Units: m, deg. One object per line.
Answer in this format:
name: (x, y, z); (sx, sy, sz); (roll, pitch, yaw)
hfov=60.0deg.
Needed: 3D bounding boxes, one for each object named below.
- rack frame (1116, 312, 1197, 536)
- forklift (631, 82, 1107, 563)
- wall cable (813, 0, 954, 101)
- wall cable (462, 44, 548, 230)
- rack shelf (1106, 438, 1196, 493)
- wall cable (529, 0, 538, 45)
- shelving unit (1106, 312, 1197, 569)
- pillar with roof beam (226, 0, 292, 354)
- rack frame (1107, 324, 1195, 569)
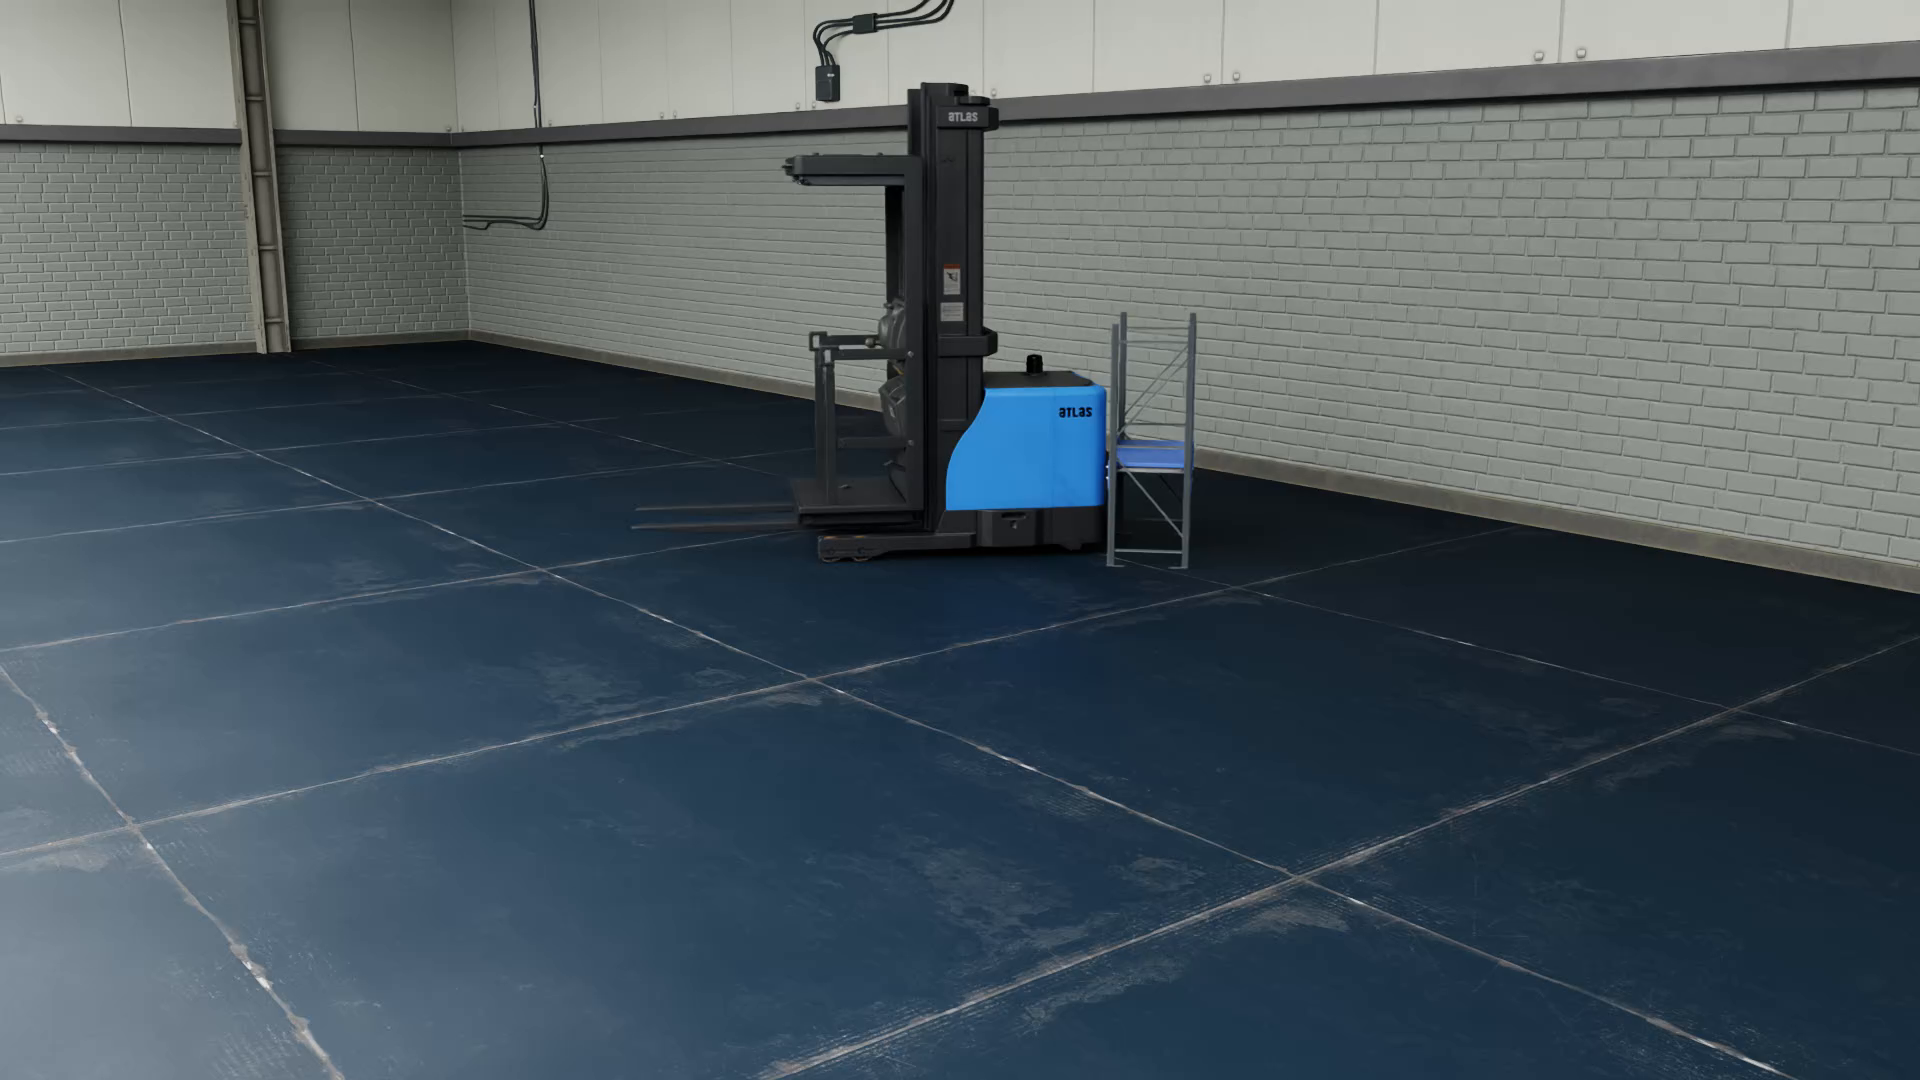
rack frame: (1.313, -0.772, 11.154); (0.500, 1.500, 0.032); (2, 12, 8)
forklift: (-0.614, -1.407, 10.699); (3.031, 2.935, 1.130); (-2, 12, -9)
wall cable: (-0.774, -7.383, 16.047); (0.169, 6.003, 2.305); (-9, 15, -38)
wall cable: (-6.692, -5.743, 23.984); (0.112, 2.526, 3.097); (-9, 15, -38)
rack shelf: (1.240, -0.492, 10.699); (0.538, 0.185, 1.000); (2, 12, 8)
wall cable: (-5.002, -7.774, 21.393); (0.112, 2.526, 3.097); (-9, 15, -38)
shelving unit: (1.240, -0.668, 10.662); (0.538, 1.500, 1.048); (2, 12, 8)
pillar with roof beam: (-7.130, -6.396, 19.583); (0.400, 9.000, 9.100); (-9, 15, -38)
rack frame: (1.166, -0.563, 10.170); (0.500, 1.500, 0.032); (2, 12, 8)
